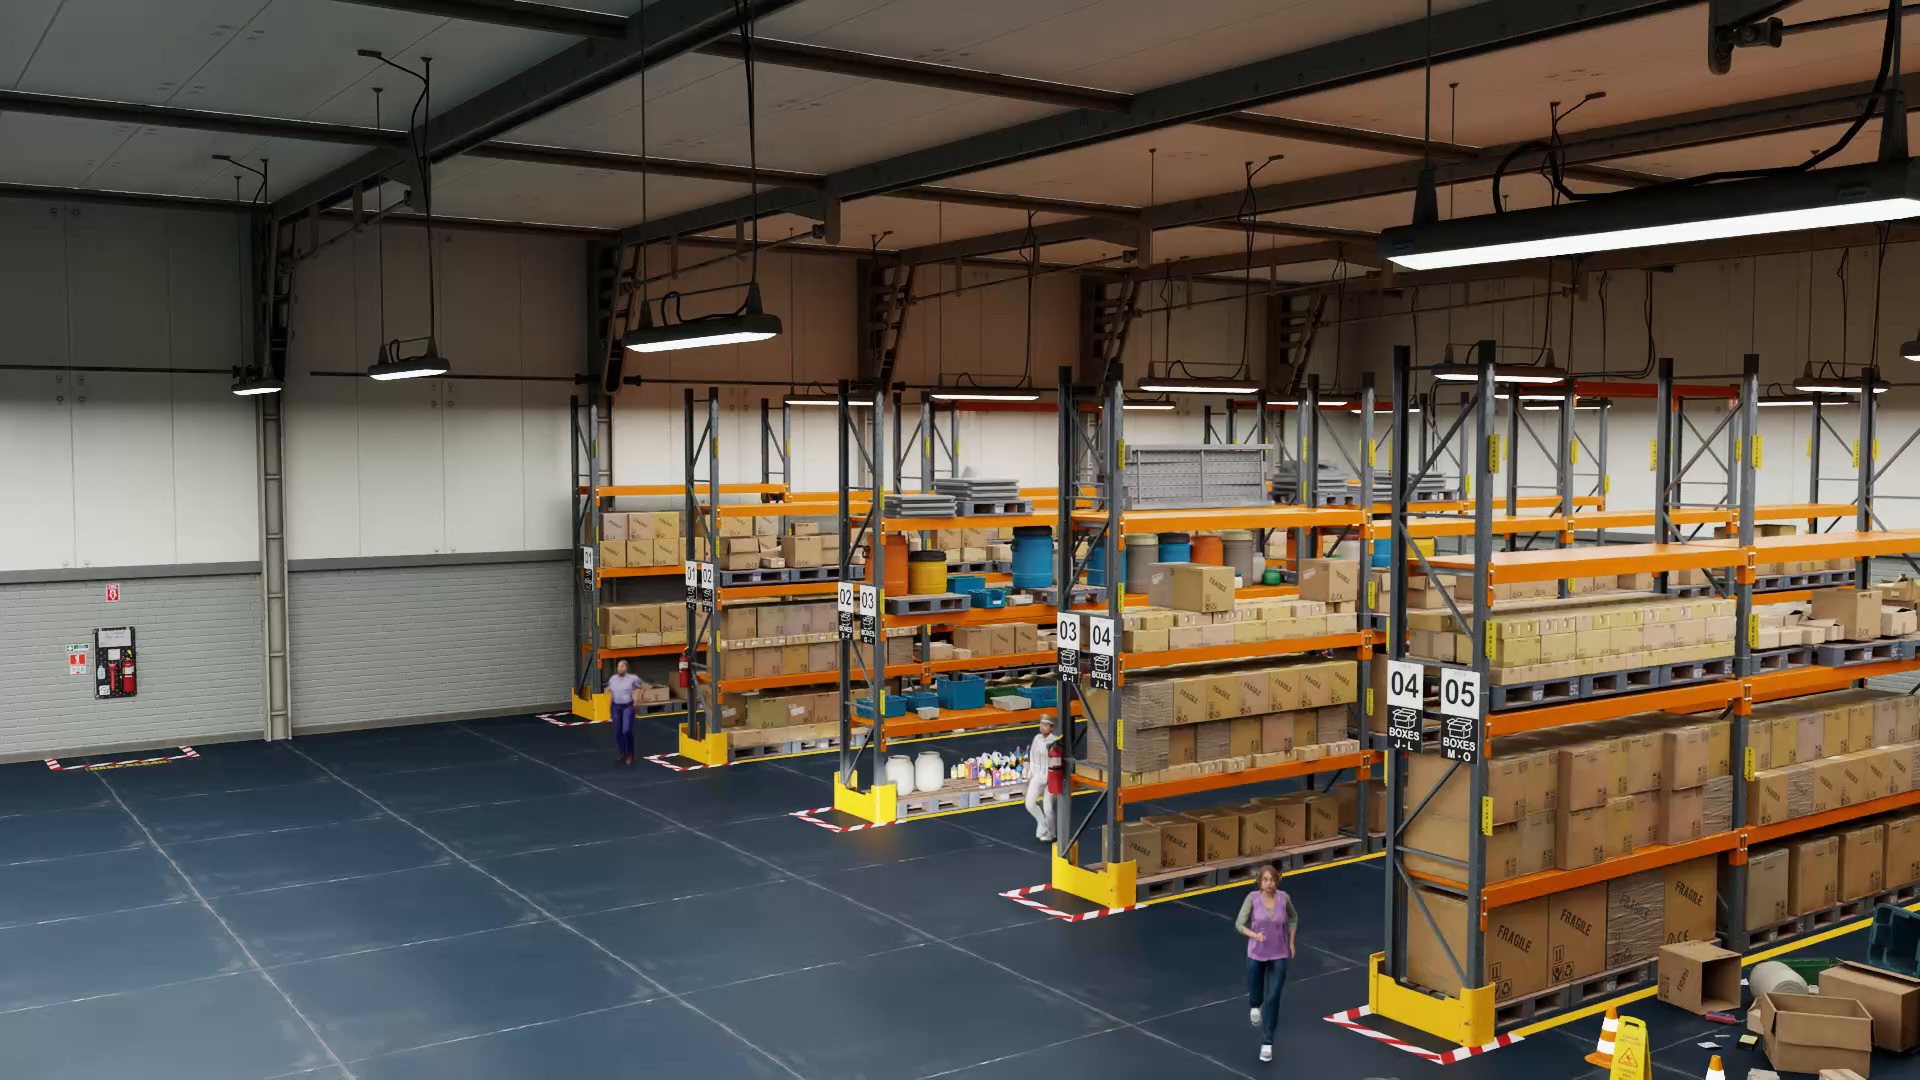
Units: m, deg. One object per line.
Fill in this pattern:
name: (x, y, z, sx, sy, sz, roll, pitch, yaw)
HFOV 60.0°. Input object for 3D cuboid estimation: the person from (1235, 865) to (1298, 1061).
person: (2.595, 3.516, 14.080, 0.540, 1.574, 0.793, 0, 3, 6)

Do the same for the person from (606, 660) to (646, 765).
person: (-5.378, 2.764, 26.571, 0.600, 1.700, 0.620, 1, 3, 9)

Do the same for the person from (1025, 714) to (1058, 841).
person: (1.065, 3.044, 21.282, 0.588, 1.653, 0.585, 2, 4, 32)
